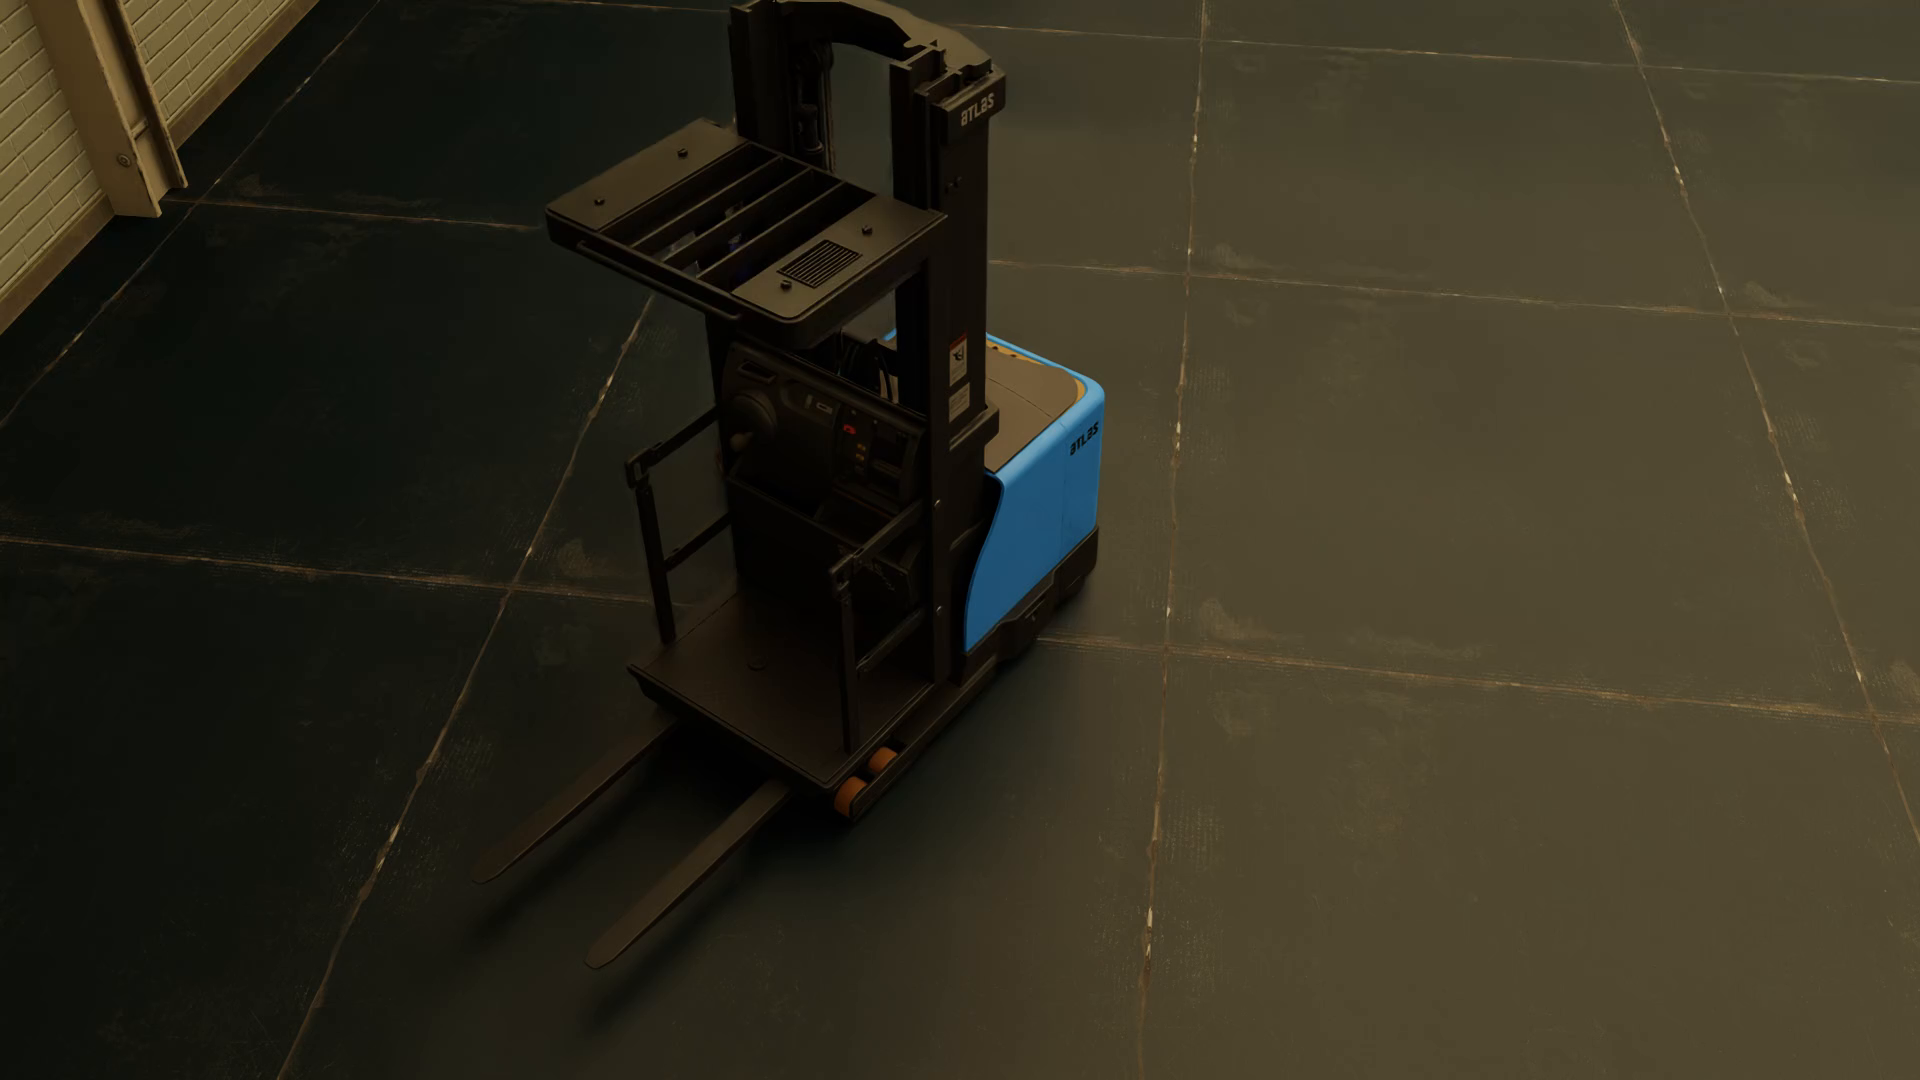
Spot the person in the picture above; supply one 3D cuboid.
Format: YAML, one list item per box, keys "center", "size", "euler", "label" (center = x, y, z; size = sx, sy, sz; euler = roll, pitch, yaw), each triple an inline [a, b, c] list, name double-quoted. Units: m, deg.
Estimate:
- center: [-0.846, -0.949, 7.792]
  size: [0.836, 1.567, 0.523]
  euler: [20, 46, 21]
  label: "person"

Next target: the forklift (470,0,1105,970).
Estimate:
- center: [-0.655, -0.343, 6.098]
  size: [1.130, 2.935, 3.031]
  euler: [27, 49, 26]
  label: "forklift"
